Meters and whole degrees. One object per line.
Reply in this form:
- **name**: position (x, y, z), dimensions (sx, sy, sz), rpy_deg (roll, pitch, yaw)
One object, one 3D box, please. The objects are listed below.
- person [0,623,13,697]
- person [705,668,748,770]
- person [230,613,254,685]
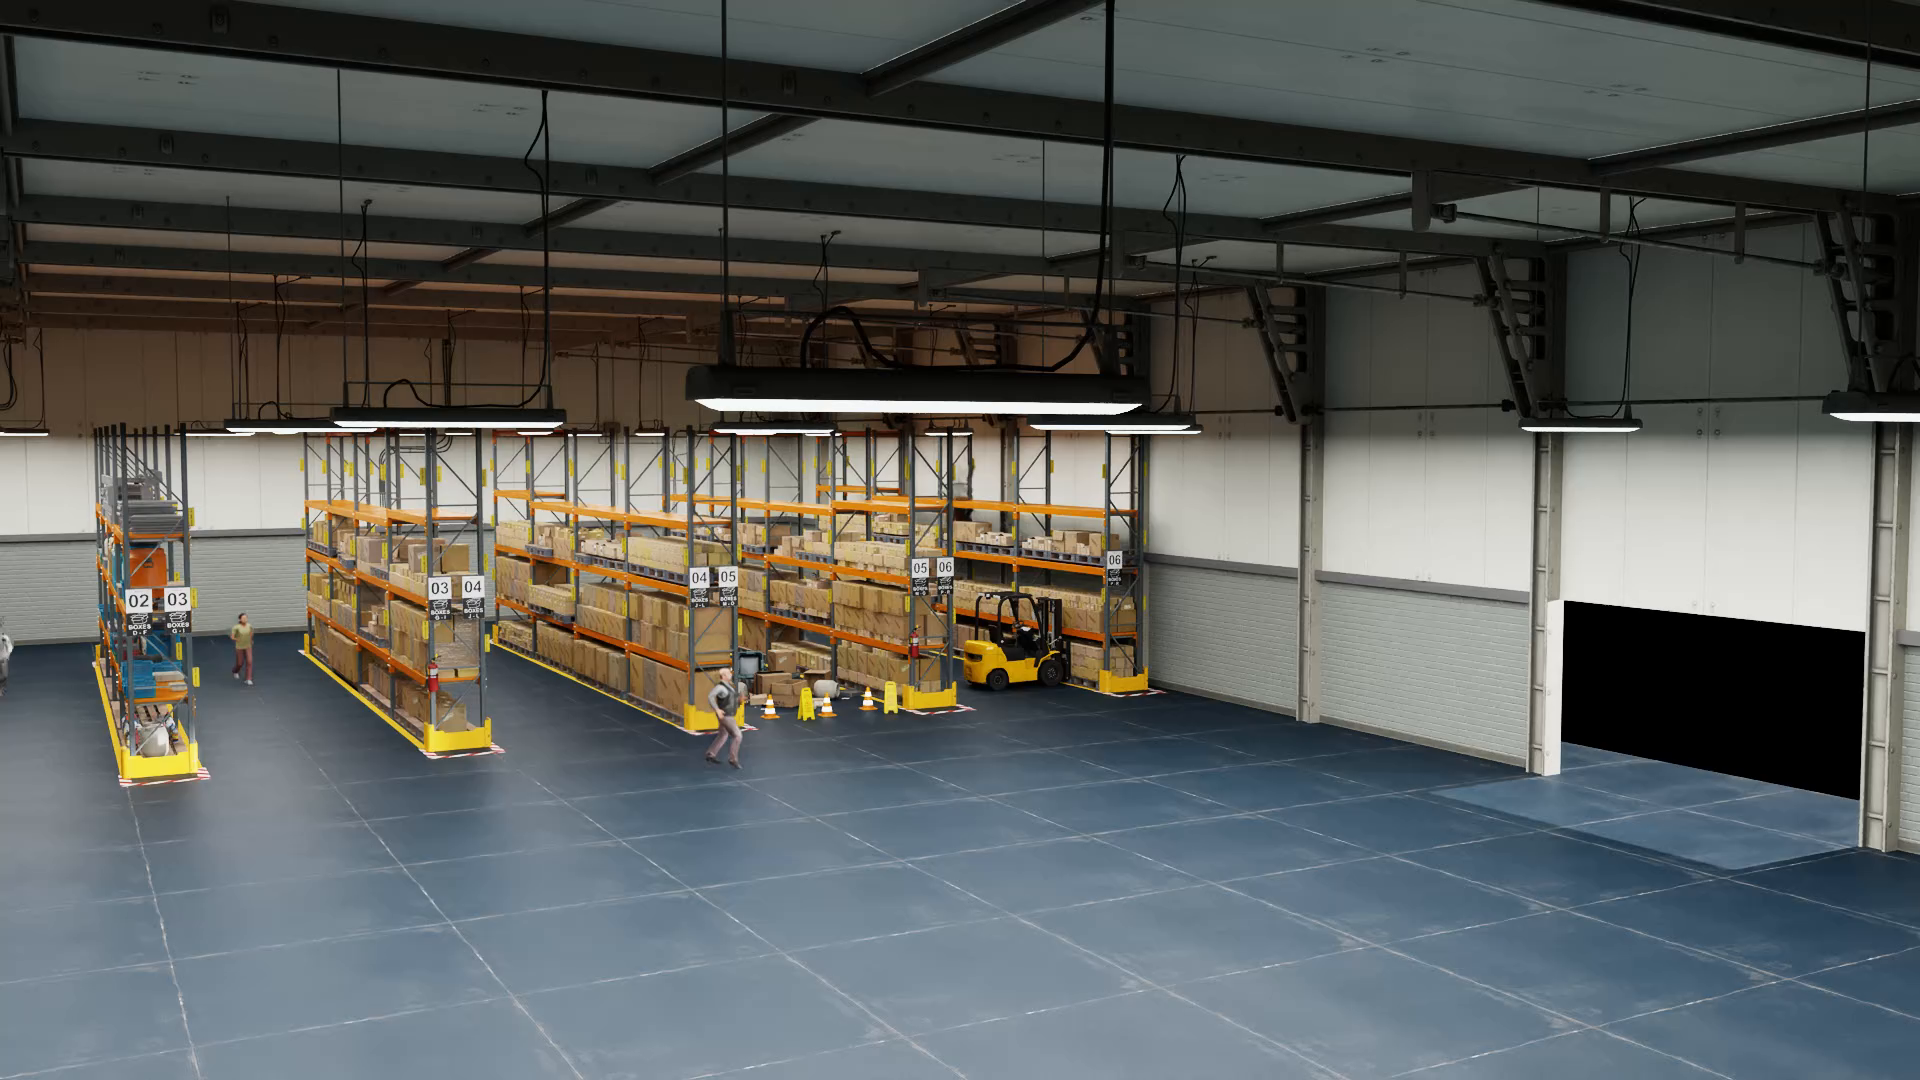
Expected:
- **person**: position (-21.398, 2.657, 36.994), dimensions (0.612, 1.648, 0.555), rpy_deg (-3, 4, -39)
- **person**: position (-4.069, 3.115, 28.896), dimensions (0.770, 1.786, 0.630), rpy_deg (0, 3, 1)
- **person**: position (-16.810, 2.654, 38.967), dimensions (0.562, 1.412, 0.926), rpy_deg (-3, 5, -43)
